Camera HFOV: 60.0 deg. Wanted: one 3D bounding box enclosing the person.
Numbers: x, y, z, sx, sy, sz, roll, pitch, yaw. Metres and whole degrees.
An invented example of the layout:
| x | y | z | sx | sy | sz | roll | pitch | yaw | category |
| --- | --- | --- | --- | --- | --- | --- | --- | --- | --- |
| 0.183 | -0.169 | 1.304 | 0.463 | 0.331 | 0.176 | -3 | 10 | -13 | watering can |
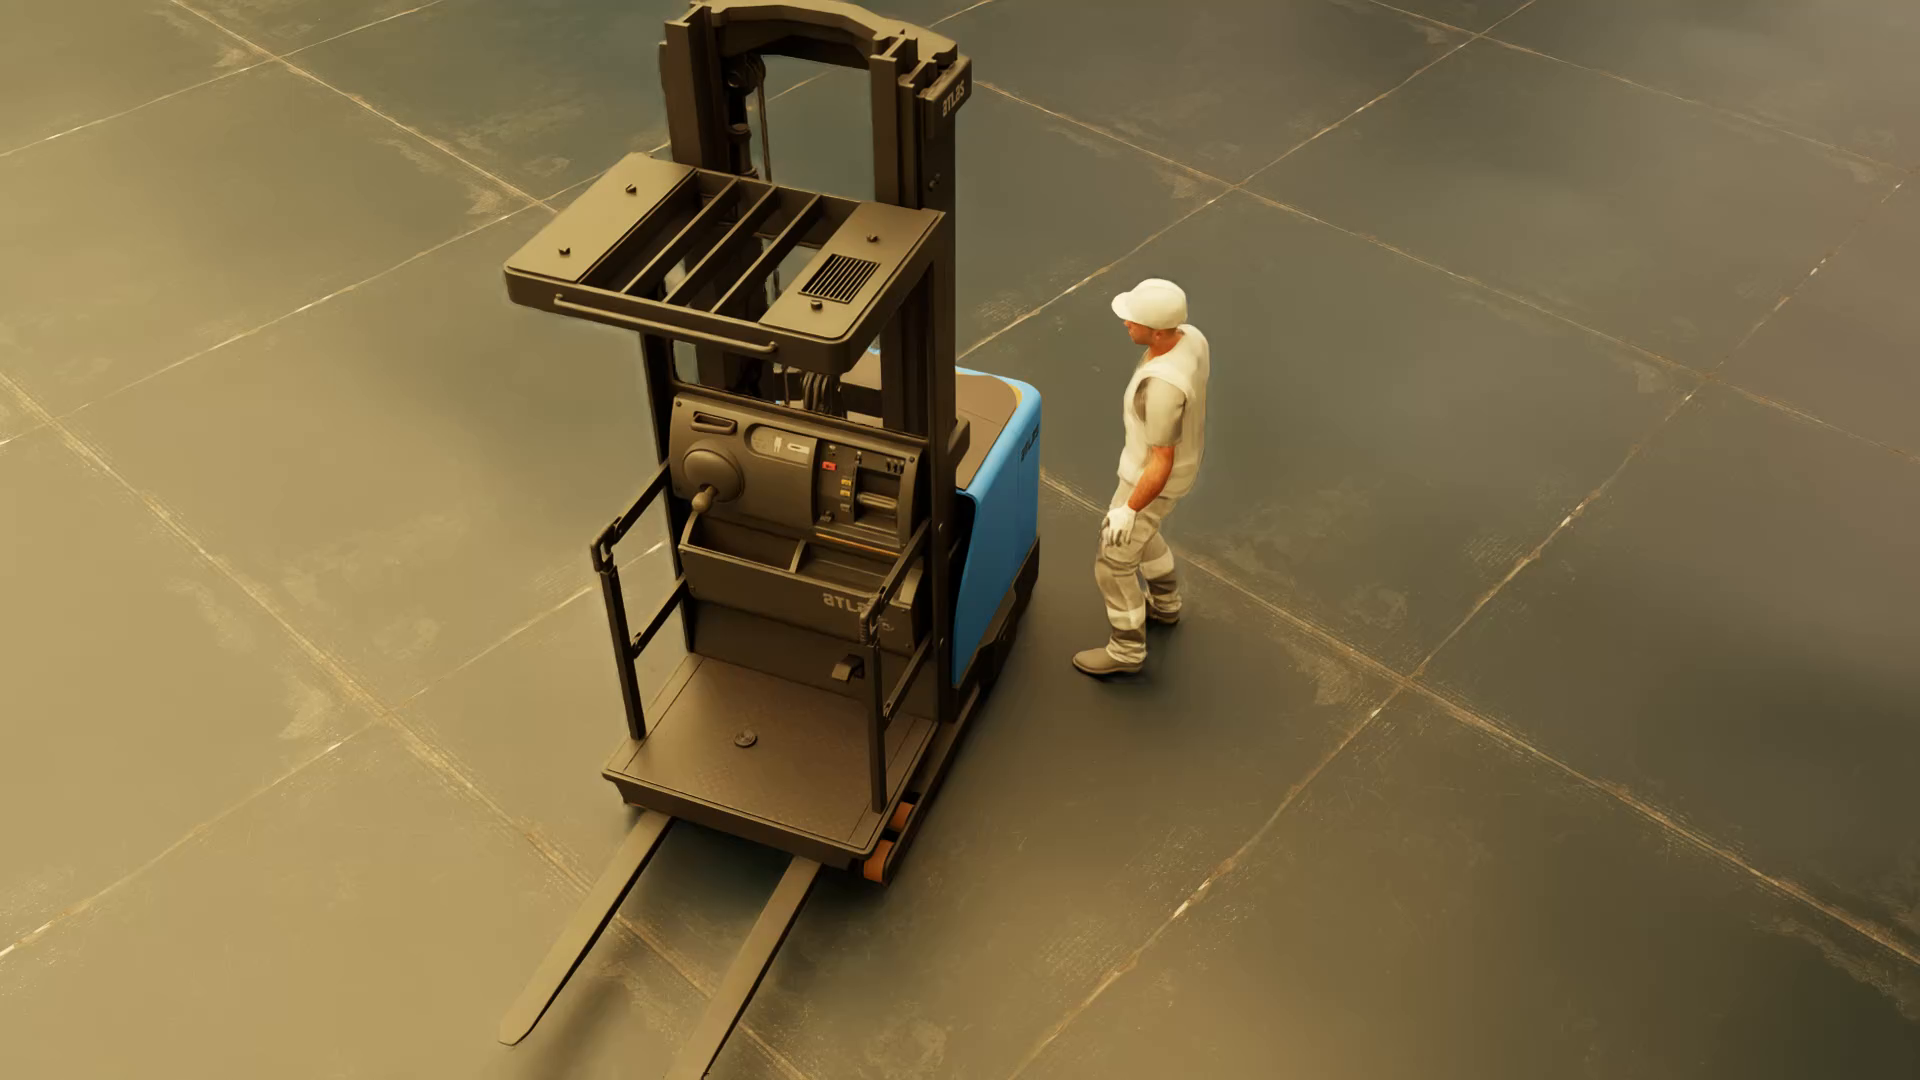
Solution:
| x | y | z | sx | sy | sz | roll | pitch | yaw | category |
| --- | --- | --- | --- | --- | --- | --- | --- | --- | --- |
| 0.759 | -0.282 | 6.668 | 0.398 | 1.754 | 0.815 | 11 | 42 | 13 | person |

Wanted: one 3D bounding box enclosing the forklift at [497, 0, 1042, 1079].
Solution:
| x | y | z | sx | sy | sz | roll | pitch | yaw | category |
| --- | --- | --- | --- | --- | --- | --- | --- | --- | --- |
| -0.656 | -0.149 | 5.602 | 1.130 | 2.935 | 3.031 | 14 | 43 | 16 | forklift |
